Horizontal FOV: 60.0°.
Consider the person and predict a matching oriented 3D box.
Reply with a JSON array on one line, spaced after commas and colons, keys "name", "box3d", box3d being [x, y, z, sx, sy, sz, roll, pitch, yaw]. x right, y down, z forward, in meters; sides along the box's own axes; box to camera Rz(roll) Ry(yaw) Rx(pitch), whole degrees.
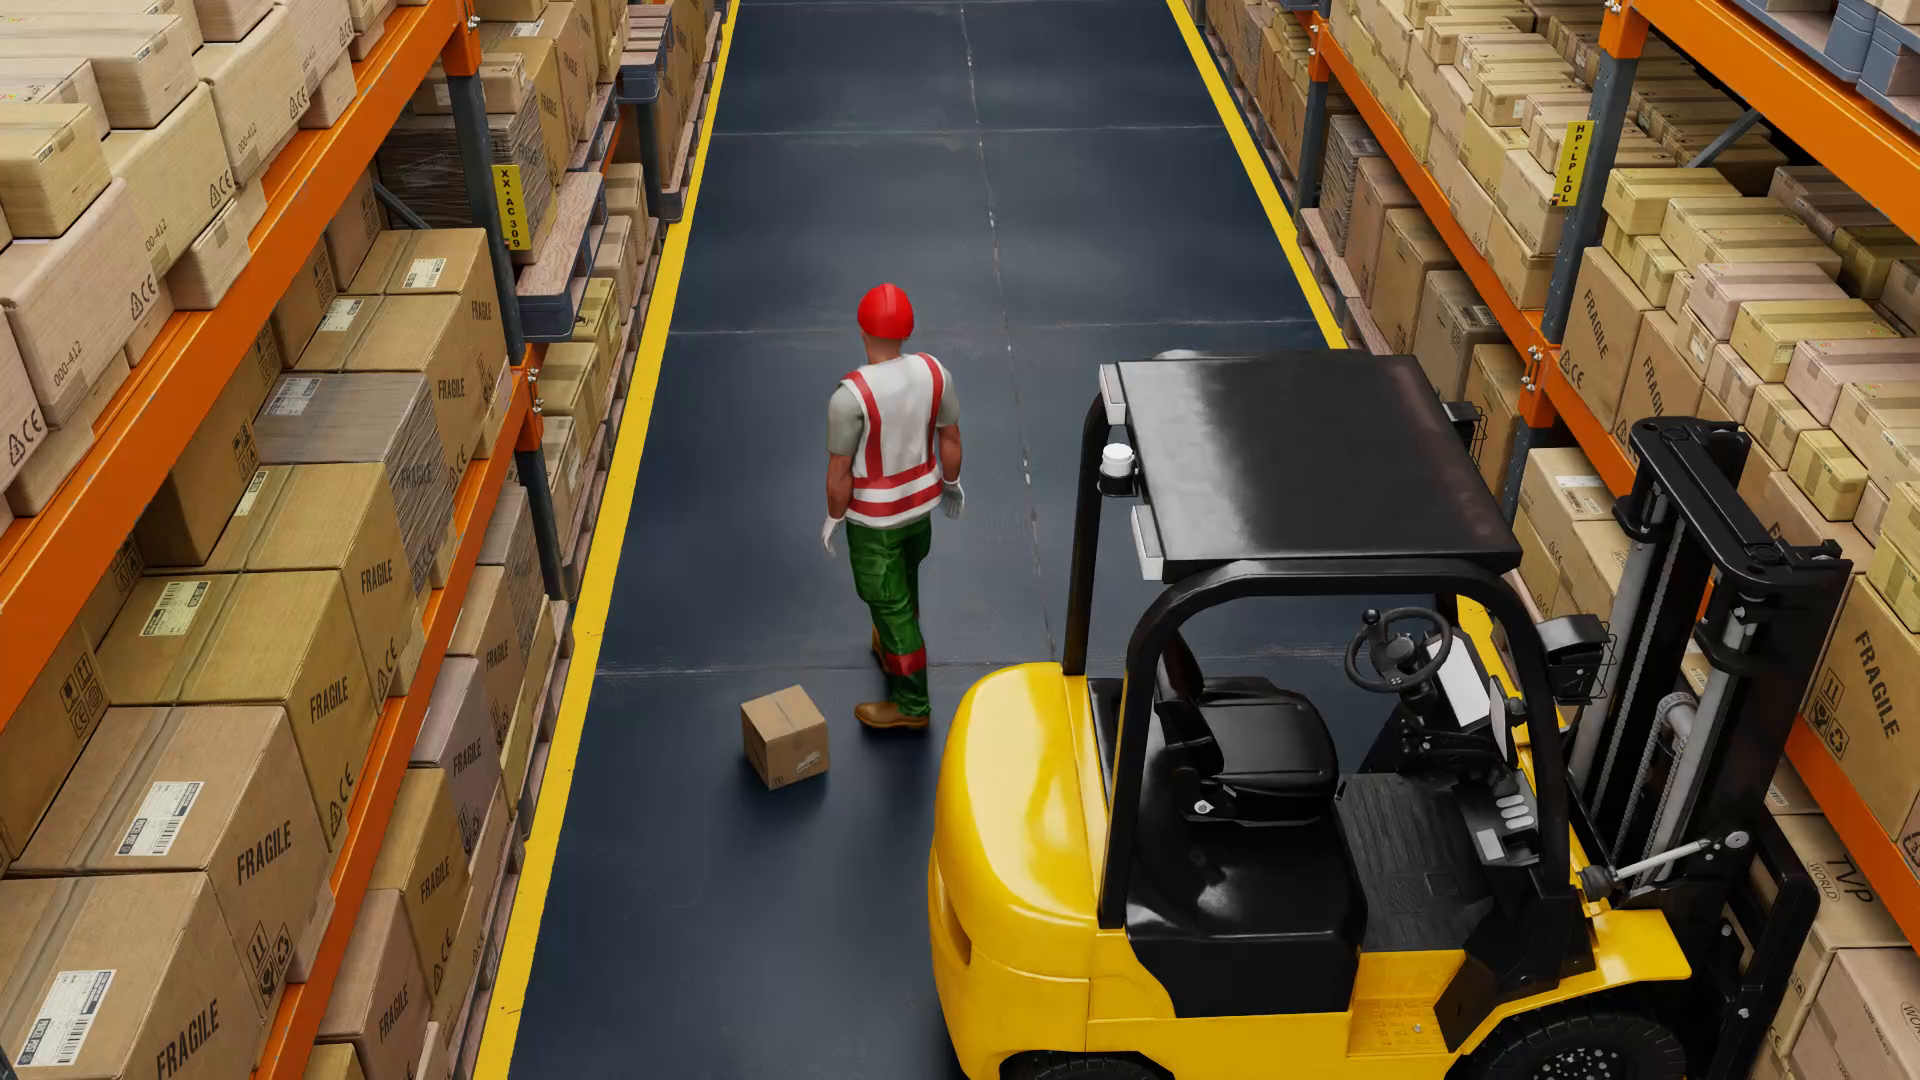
[{"name": "person", "box3d": [-0.262, -0.137, 6.326, 0.608, 1.790, 0.624, -25, 42, -32]}]
